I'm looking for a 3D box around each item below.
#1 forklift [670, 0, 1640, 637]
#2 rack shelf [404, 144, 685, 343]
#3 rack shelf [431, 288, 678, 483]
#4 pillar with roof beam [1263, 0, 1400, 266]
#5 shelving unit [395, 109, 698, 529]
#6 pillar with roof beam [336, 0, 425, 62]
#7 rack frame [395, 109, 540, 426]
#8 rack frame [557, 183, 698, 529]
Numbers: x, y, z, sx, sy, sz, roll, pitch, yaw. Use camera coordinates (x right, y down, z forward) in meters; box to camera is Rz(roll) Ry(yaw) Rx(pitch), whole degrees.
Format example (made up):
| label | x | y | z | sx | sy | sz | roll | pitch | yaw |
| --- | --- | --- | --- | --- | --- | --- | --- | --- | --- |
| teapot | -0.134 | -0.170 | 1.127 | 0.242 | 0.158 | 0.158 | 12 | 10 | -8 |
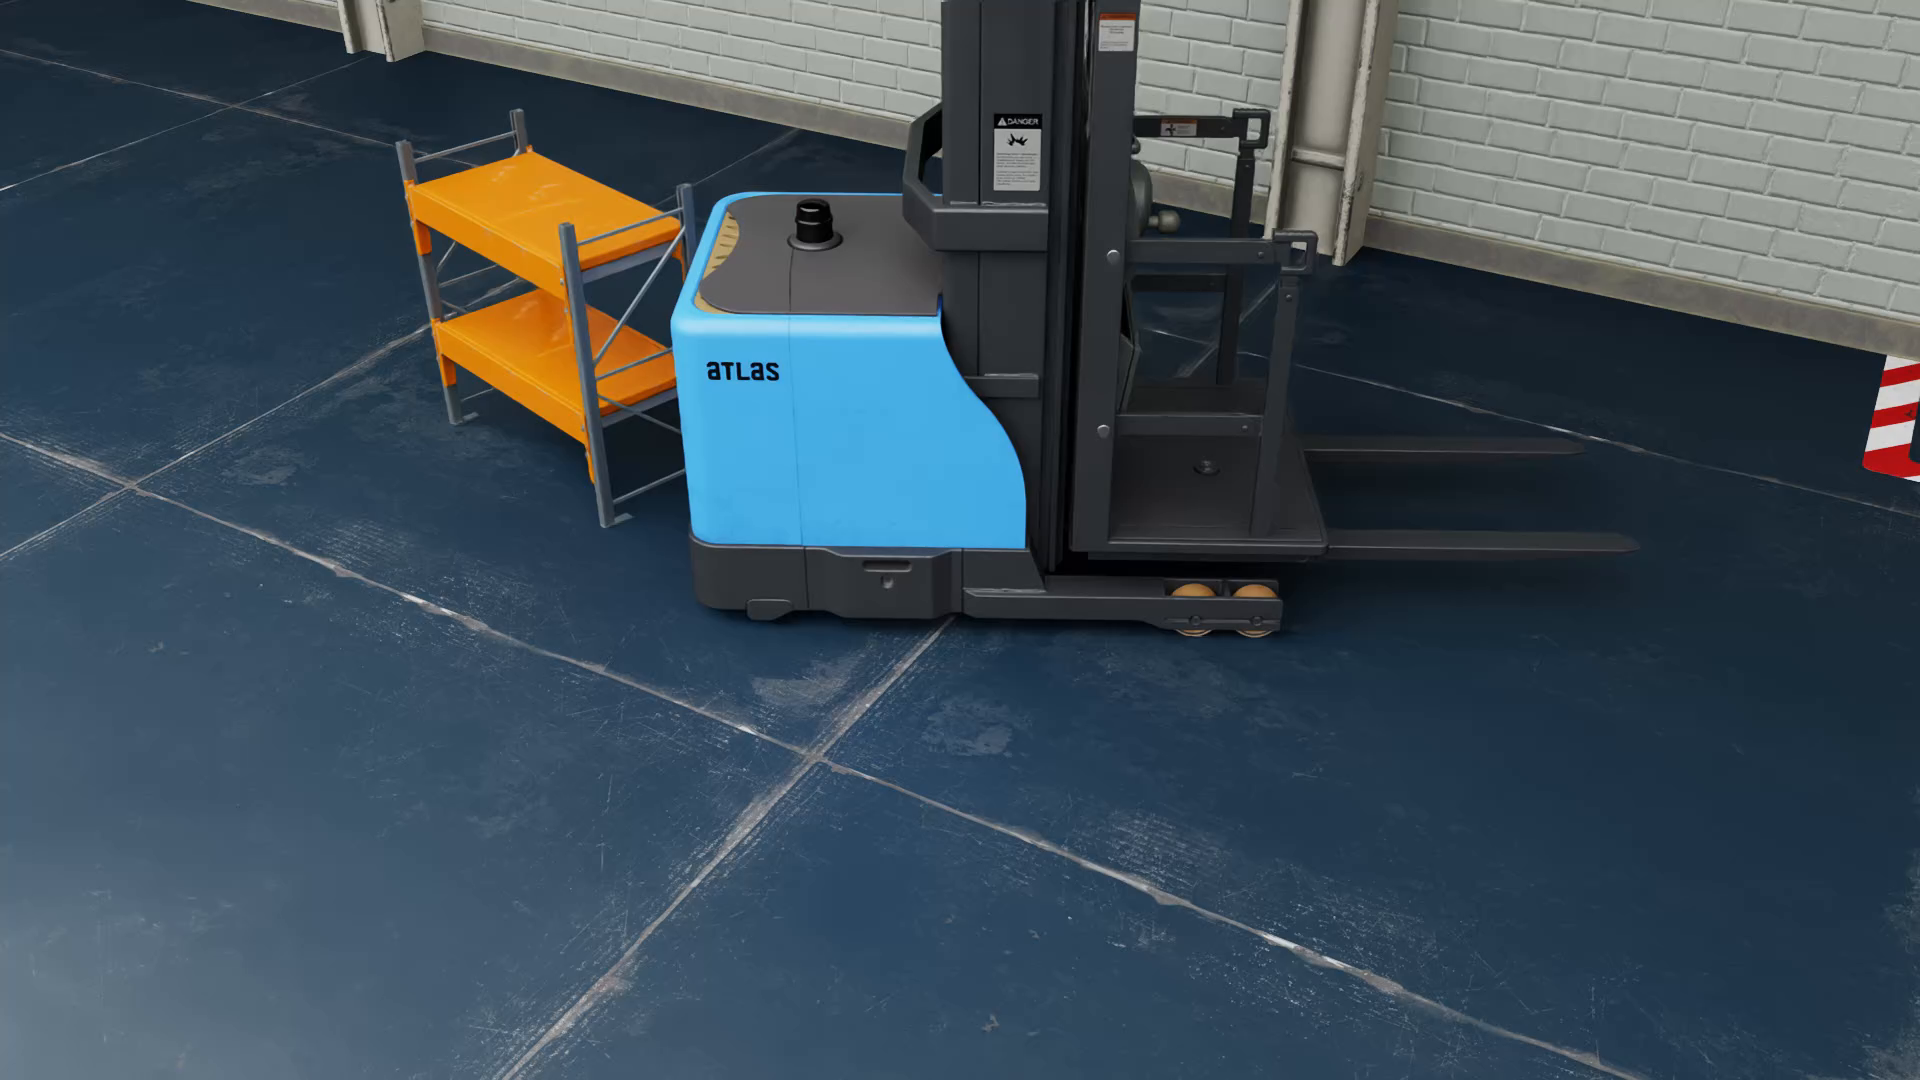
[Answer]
| label | x | y | z | sx | sy | sz | roll | pitch | yaw |
| --- | --- | --- | --- | --- | --- | --- | --- | --- | --- |
| forklift | 0.668 | -1.211 | 4.924 | 3.031 | 2.935 | 1.130 | 1 | 34 | 1 |
| rack shelf | -1.427 | -1.053 | 5.789 | 0.538 | 0.278 | 1.000 | -29 | 43 | -36 |
| rack shelf | -1.427 | -0.606 | 6.086 | 0.538 | 0.278 | 1.000 | -29 | 43 | -36 |
| pillar with roof beam | -0.472 | -3.058 | 2.224 | 0.400 | 9.000 | 9.100 | 18 | 37 | 24 |
| shelving unit | -1.427 | -0.810 | 5.951 | 0.538 | 1.125 | 1.048 | -29 | 43 | -36 |
| pillar with roof beam | -5.681 | -4.709 | 4.702 | 0.400 | 9.000 | 9.100 | 18 | 37 | 24 |
| rack frame | -1.783 | -1.011 | 6.253 | 0.500 | 1.125 | 0.032 | -29 | 43 | -36 |
| rack frame | -1.071 | -0.608 | 5.649 | 0.500 | 1.125 | 0.032 | -29 | 43 | -36 |
